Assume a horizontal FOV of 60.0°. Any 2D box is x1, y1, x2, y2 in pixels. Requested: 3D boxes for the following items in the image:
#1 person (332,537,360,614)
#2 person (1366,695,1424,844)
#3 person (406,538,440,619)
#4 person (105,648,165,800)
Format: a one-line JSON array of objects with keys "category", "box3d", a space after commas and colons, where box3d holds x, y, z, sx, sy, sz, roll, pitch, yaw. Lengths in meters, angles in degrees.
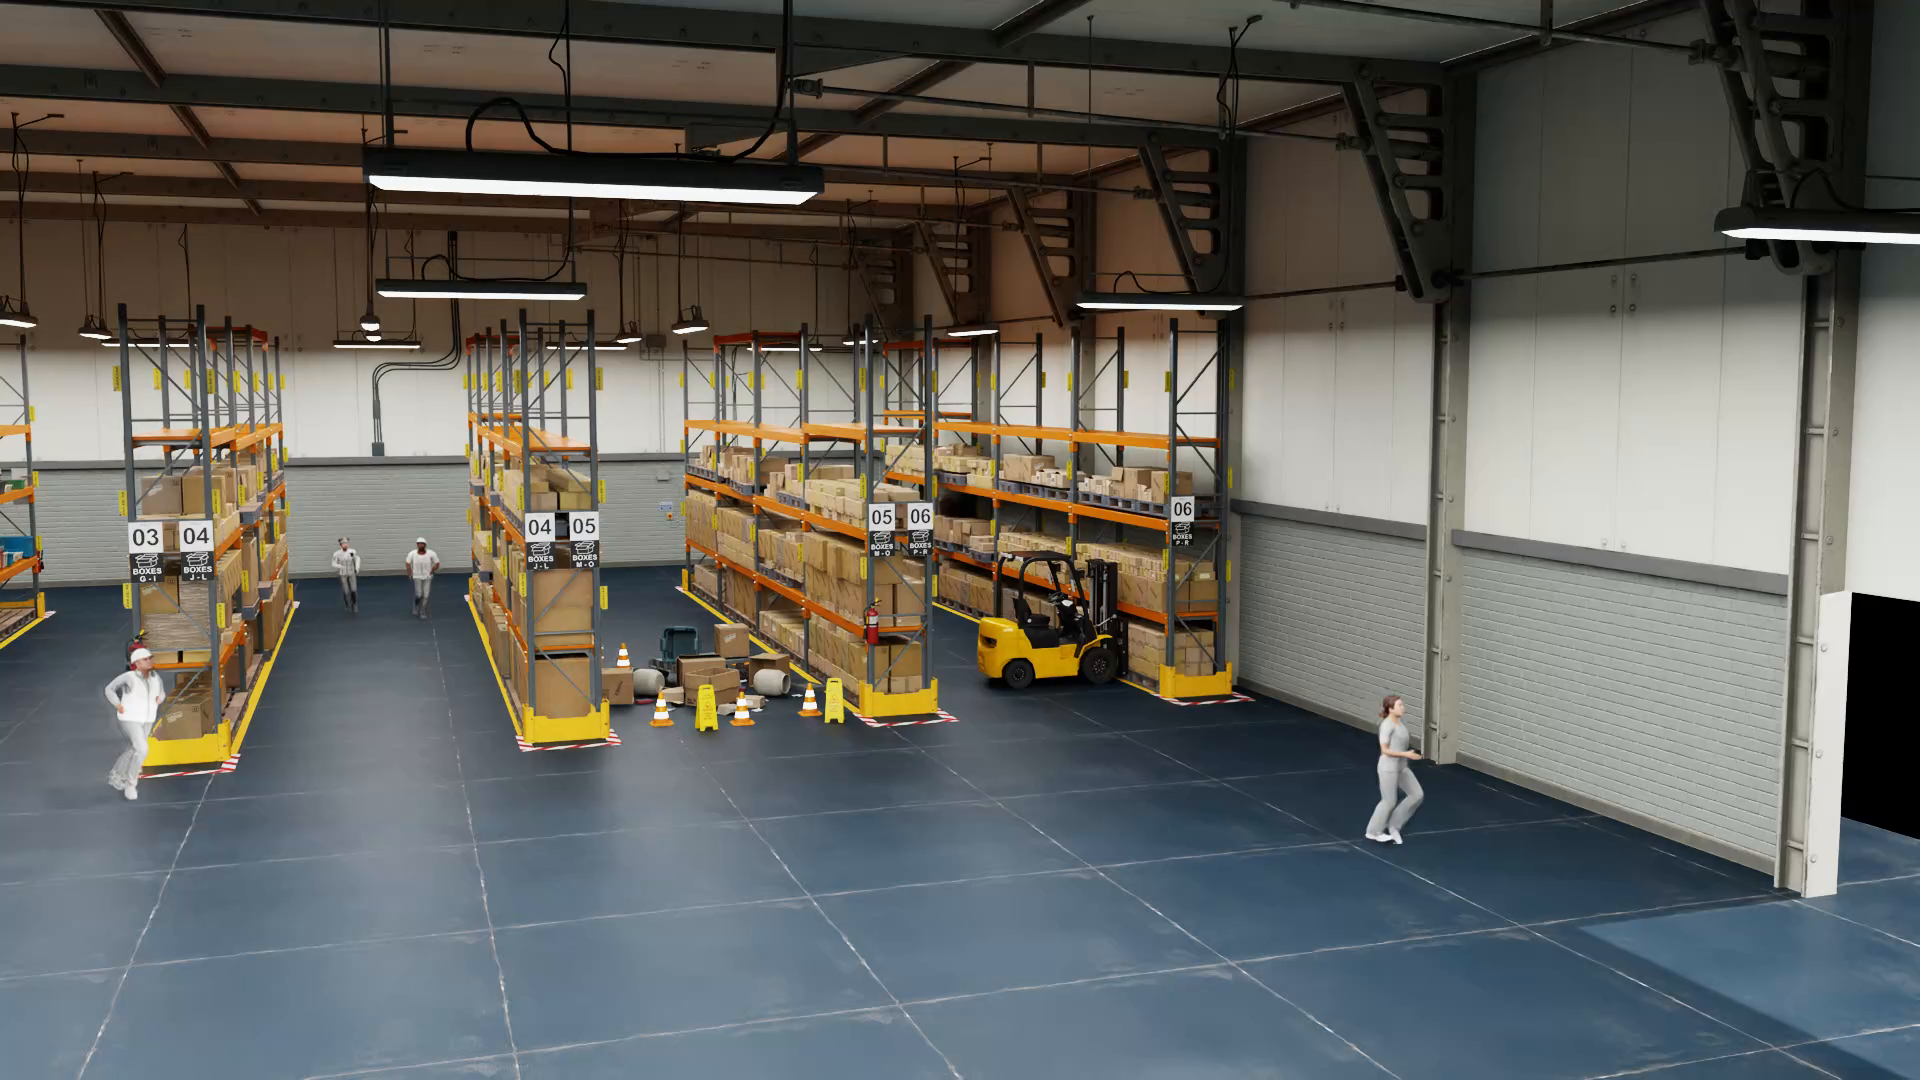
[{"category": "person", "box3d": [-13.255, 0.770, 35.940, 0.579, 1.702, 0.657, -2, 6, -23]}, {"category": "person", "box3d": [4.696, 2.481, 17.916, 0.655, 1.652, 0.540, 5, 7, 40]}, {"category": "person", "box3d": [-11.339, 0.812, 35.126, 0.682, 1.729, 0.599, -2, 6, -18]}, {"category": "person", "box3d": [-10.037, 2.218, 20.283, 0.723, 1.809, 0.675, 2, 6, 23]}]
